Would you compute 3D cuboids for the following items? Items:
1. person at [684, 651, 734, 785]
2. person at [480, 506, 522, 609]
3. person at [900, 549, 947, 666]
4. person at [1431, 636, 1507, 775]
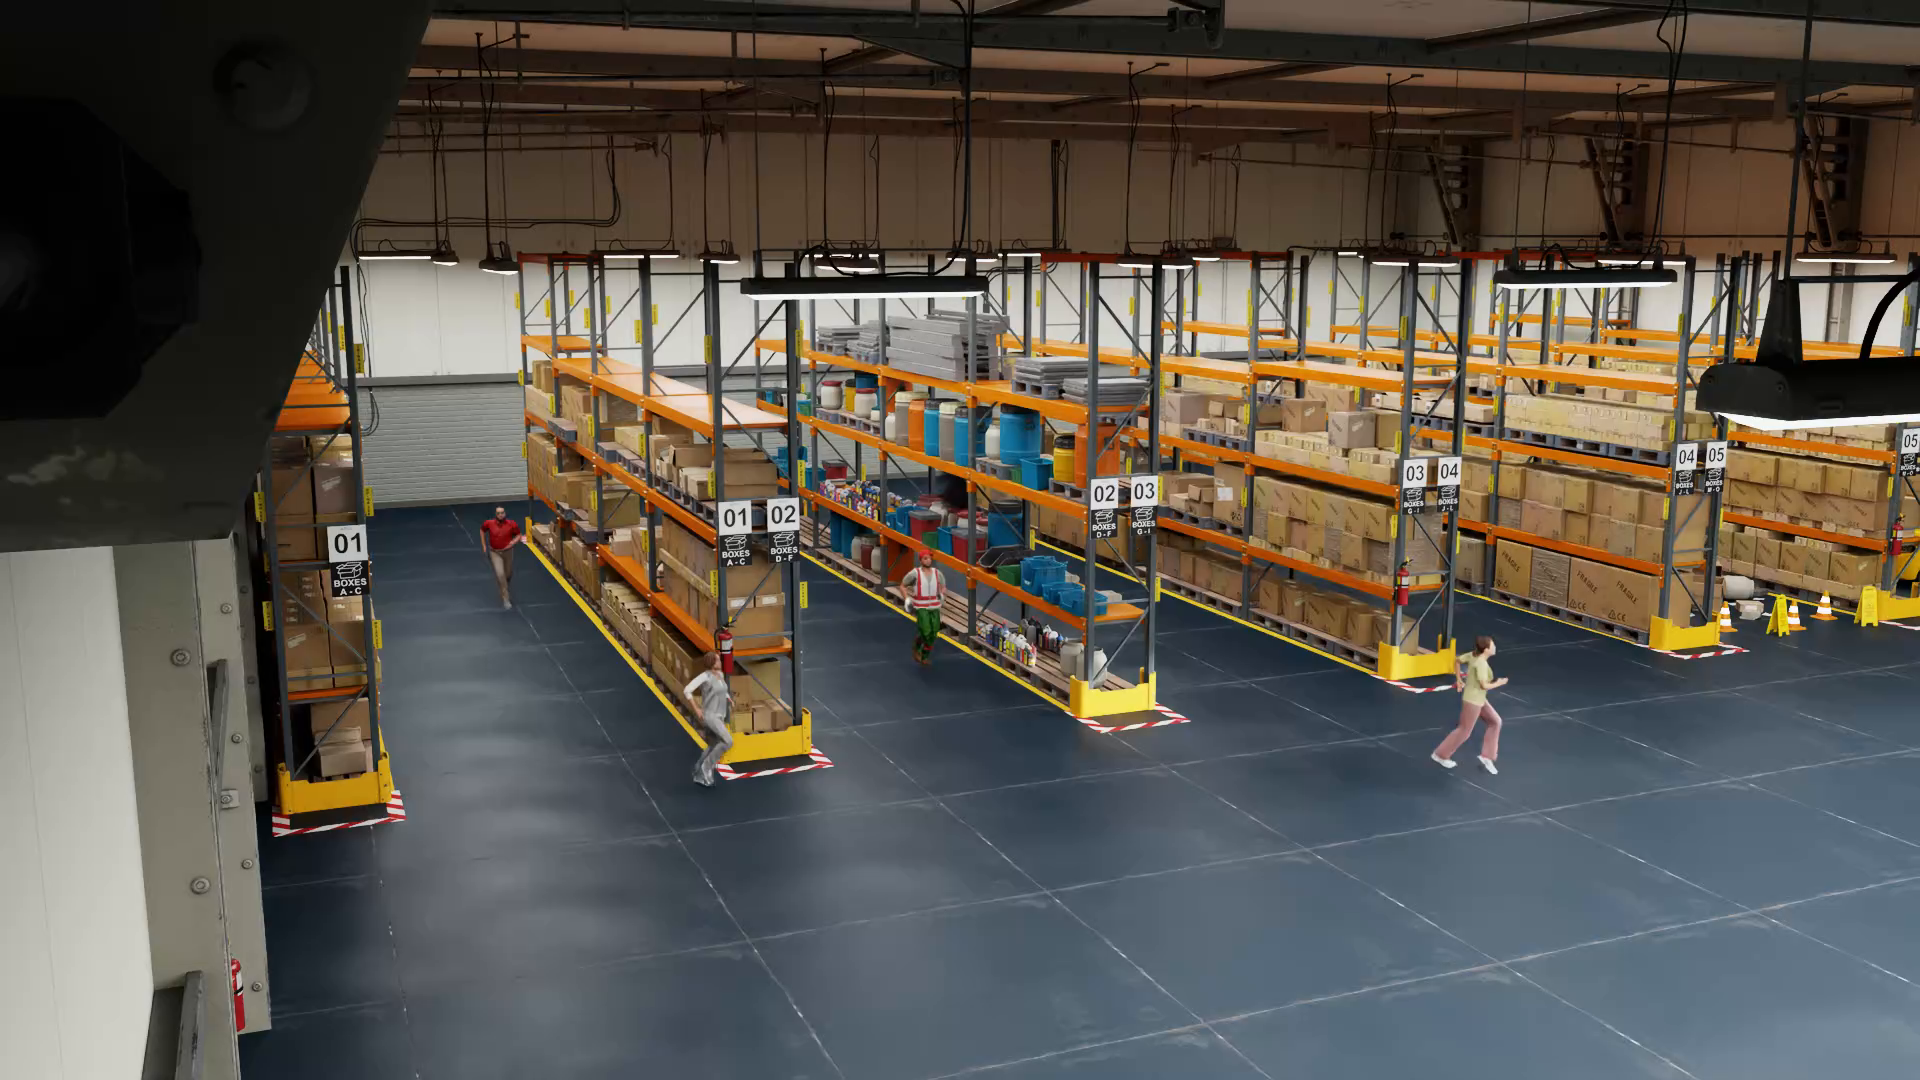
[{"bbox_3d":[-2.859,2.073,19.377,0.551,1.555,0.554,3,11,14],"label":"person"},{"bbox_3d":[-7.941,0.264,28.857,0.686,1.738,0.988,-4,11,-19],"label":"person"},{"bbox_3d":[-0.473,1.005,24.235,0.664,1.734,0.611,-5,11,-23],"label":"person"},{"bbox_3d":[6.049,1.966,19.743,0.818,1.680,0.599,2,10,9],"label":"person"}]
